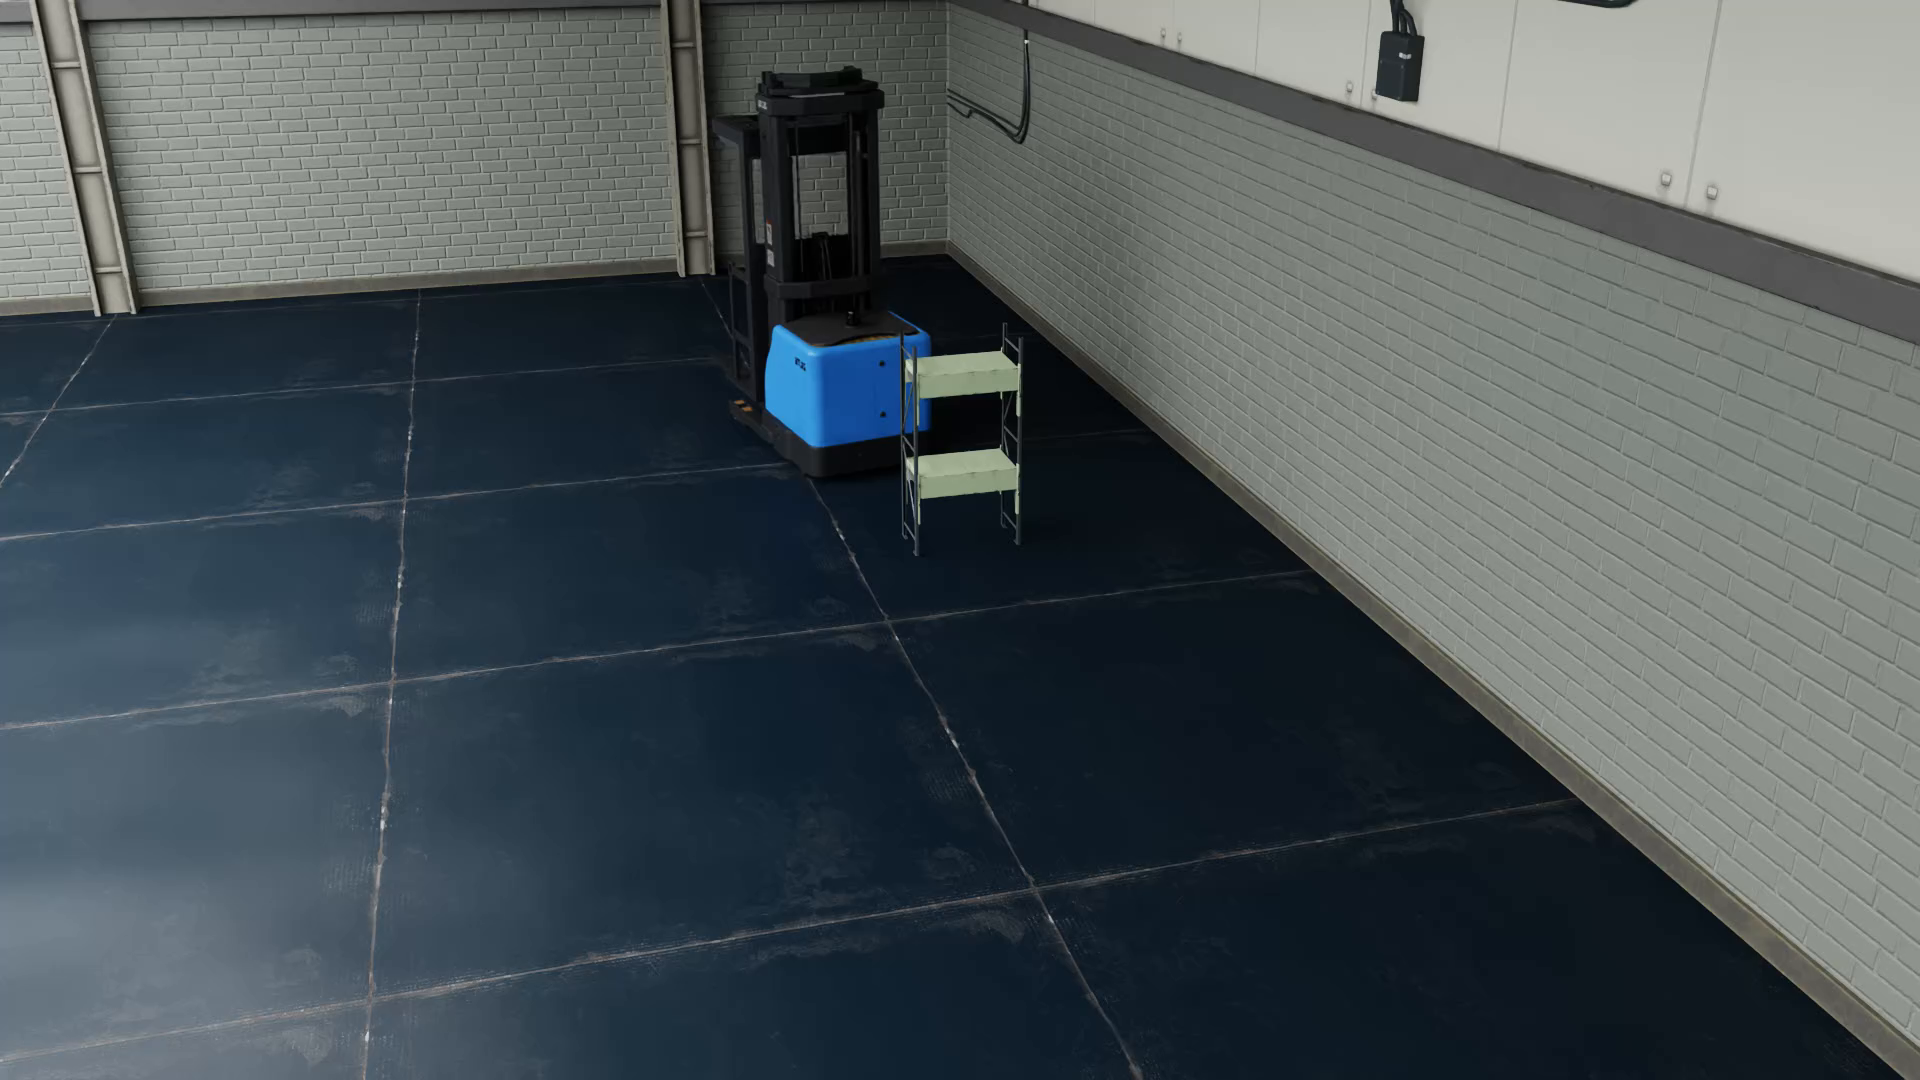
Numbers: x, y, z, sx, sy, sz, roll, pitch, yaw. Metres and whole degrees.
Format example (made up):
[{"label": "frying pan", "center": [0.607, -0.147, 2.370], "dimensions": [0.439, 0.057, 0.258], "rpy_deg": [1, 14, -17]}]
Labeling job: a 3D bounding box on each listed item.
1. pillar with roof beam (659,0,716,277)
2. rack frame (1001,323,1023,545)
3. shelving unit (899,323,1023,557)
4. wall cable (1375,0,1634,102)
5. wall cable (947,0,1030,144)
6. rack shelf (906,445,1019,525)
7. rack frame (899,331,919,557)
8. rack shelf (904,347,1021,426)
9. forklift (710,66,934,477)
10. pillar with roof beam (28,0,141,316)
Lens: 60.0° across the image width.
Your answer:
[{"label": "pillar with roof beam", "center": [-1.814, -5.522, 13.207], "dimensions": [0.400, 9.000, 9.100], "rpy_deg": [-6, 24, -14]}, {"label": "rack frame", "center": [0.359, -0.729, 11.547], "dimensions": [0.023, 1.500, 0.400], "rpy_deg": [-6, 24, -14]}, {"label": "shelving unit", "center": [0.006, -0.690, 11.456], "dimensions": [0.755, 1.500, 0.431], "rpy_deg": [-6, 24, -14]}, {"label": "wall cable", "center": [2.766, -4.925, 7.503], "dimensions": [0.169, 6.003, 2.305], "rpy_deg": [-6, 24, -14]}, {"label": "wall cable", "center": [0.217, -5.541, 17.189], "dimensions": [0.112, 2.526, 3.097], "rpy_deg": [-6, 24, -14]}, {"label": "rack shelf", "center": [0.006, -0.390, 11.584], "dimensions": [0.720, 0.370, 0.431], "rpy_deg": [-6, 24, -14]}, {"label": "rack frame", "center": [-0.346, -0.651, 11.365], "dimensions": [0.023, 1.500, 0.400], "rpy_deg": [-6, 24, -14]}, {"label": "rack shelf", "center": [0.006, -1.049, 11.302], "dimensions": [0.720, 0.370, 0.431], "rpy_deg": [-6, 24, -14]}, {"label": "forklift", "center": [-1.310, -2.370, 13.555], "dimensions": [1.130, 2.935, 3.031], "rpy_deg": [-11, 26, -24]}, {"label": "pillar with roof beam", "center": [-7.591, -4.883, 11.717], "dimensions": [0.400, 9.000, 9.100], "rpy_deg": [-6, 24, -14]}]
